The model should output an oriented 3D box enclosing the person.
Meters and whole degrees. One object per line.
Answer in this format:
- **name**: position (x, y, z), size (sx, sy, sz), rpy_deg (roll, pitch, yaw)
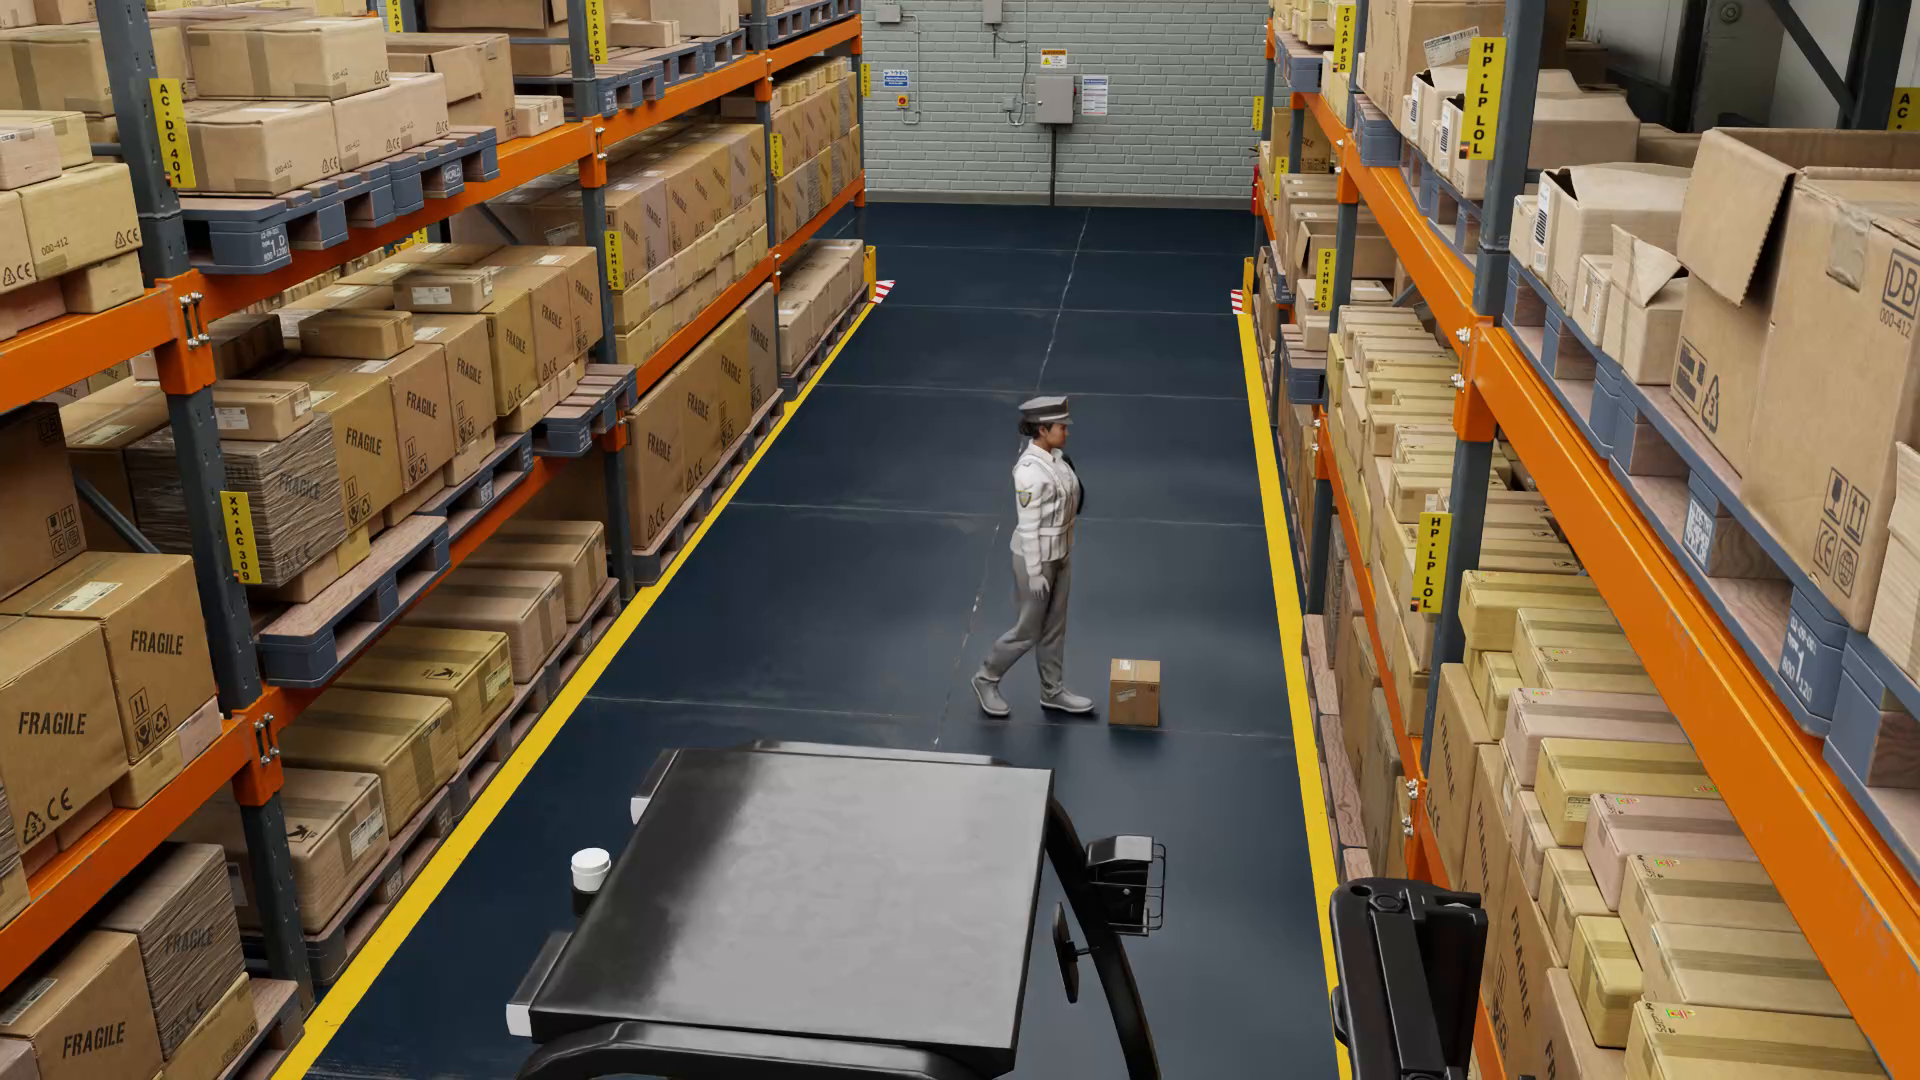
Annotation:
- **person**: position (0.378, 0.086, 8.326), size (0.628, 1.657, 0.500), rpy_deg (8, 23, 20)
